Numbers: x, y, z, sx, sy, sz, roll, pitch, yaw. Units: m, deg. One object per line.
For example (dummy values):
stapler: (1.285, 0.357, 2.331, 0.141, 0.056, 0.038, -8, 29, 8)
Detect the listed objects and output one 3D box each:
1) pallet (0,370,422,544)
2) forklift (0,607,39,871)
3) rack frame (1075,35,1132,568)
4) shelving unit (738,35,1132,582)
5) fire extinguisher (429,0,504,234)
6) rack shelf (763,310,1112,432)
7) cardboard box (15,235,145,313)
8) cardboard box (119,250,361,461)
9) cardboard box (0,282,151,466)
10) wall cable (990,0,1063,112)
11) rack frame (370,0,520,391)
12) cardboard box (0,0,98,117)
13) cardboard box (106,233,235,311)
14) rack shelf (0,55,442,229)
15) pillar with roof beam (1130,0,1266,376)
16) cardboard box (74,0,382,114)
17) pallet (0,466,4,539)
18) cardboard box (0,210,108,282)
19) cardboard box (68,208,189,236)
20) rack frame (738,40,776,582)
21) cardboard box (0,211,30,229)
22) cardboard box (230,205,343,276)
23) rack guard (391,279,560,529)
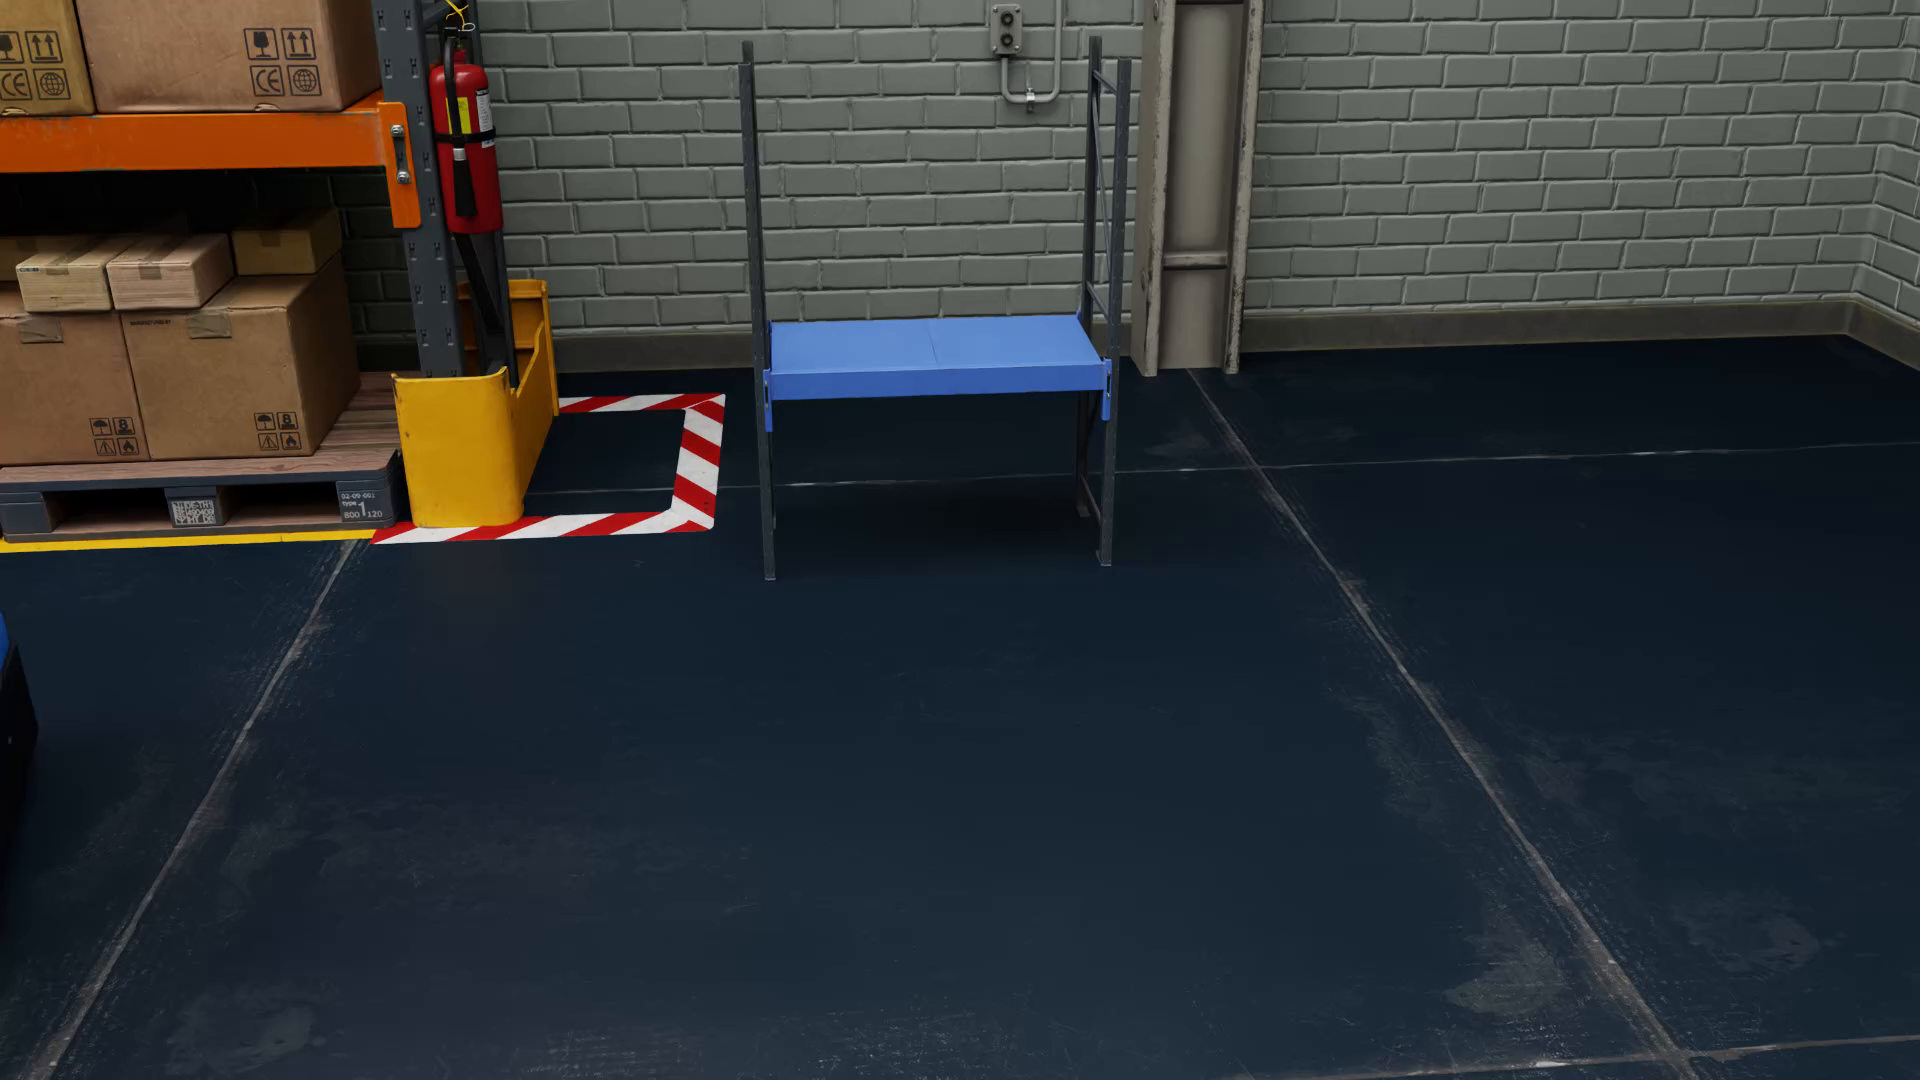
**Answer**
pallet: (-2.463, -0.309, 5.685, 1.213, 0.211, 1.003, -2, 24, -5)
forklift: (-3.508, -0.436, 2.623, 3.031, 2.935, 1.130, -8, 25, -18)
rack frame: (0.421, -0.702, 4.983, 0.032, 1.500, 0.500, -2, 24, -5)
shelving unit: (-0.085, -0.682, 4.938, 1.048, 1.500, 0.538, -2, 24, -5)
fire extinguisher: (-1.480, -1.260, 4.947, 0.183, 0.674, 0.296, -2, 24, -5)
rack shelf: (-0.085, -0.518, 5.011, 1.000, 0.185, 0.538, -2, 24, -5)
cardboard box: (-2.726, -0.835, 5.198, 0.250, 0.149, 0.380, -2, 24, -4)
cardboard box: (-2.362, -0.628, 5.530, 0.500, 0.500, 0.700, -2, 24, -5)
cardboard box: (-2.860, -0.608, 5.485, 0.500, 0.500, 0.700, -2, 24, -5)
wall cable: (-0.494, -2.544, 6.031, 1.851, 1.984, 0.084, -2, 24, -5)
rack frame: (-1.675, -1.647, 5.262, 0.127, 3.000, 1.000, -2, 24, -5)
cardboard box: (-2.905, -1.726, 5.071, 0.700, 0.700, 0.980, -2, 24, -6)
cardboard box: (-2.472, -0.846, 5.221, 0.250, 0.149, 0.380, -3, 24, -6)
rack shelf: (-3.666, -1.238, 5.228, 4.000, 0.370, 1.077, -2, 24, -5)
pillar with roof beam: (1.350, -3.105, 1.158, 0.400, 9.000, 9.100, -2, 24, -5)
cardboard box: (-2.182, -1.759, 5.146, 0.700, 0.700, 0.980, -1, 24, -3)
pallet: (-3.675, -0.262, 5.579, 1.213, 0.211, 1.003, -2, 24, -5)
cardboard box: (-3.011, -0.980, 5.523, 0.250, 0.149, 0.380, -2, 24, -5)
cardboard box: (-2.762, -0.990, 5.545, 0.250, 0.149, 0.380, -2, 24, -5)
rack frame: (-0.591, -0.662, 4.892, 0.032, 1.500, 0.500, -2, 24, -5)
cardboard box: (-3.264, -0.969, 5.500, 0.250, 0.149, 0.380, -2, 24, -4)
cardboard box: (-2.257, -1.010, 5.592, 0.250, 0.149, 0.380, -2, 24, -5)
rack guard: (-1.652, -0.505, 5.772, 0.348, 0.500, 1.175, -2, 24, -5)
